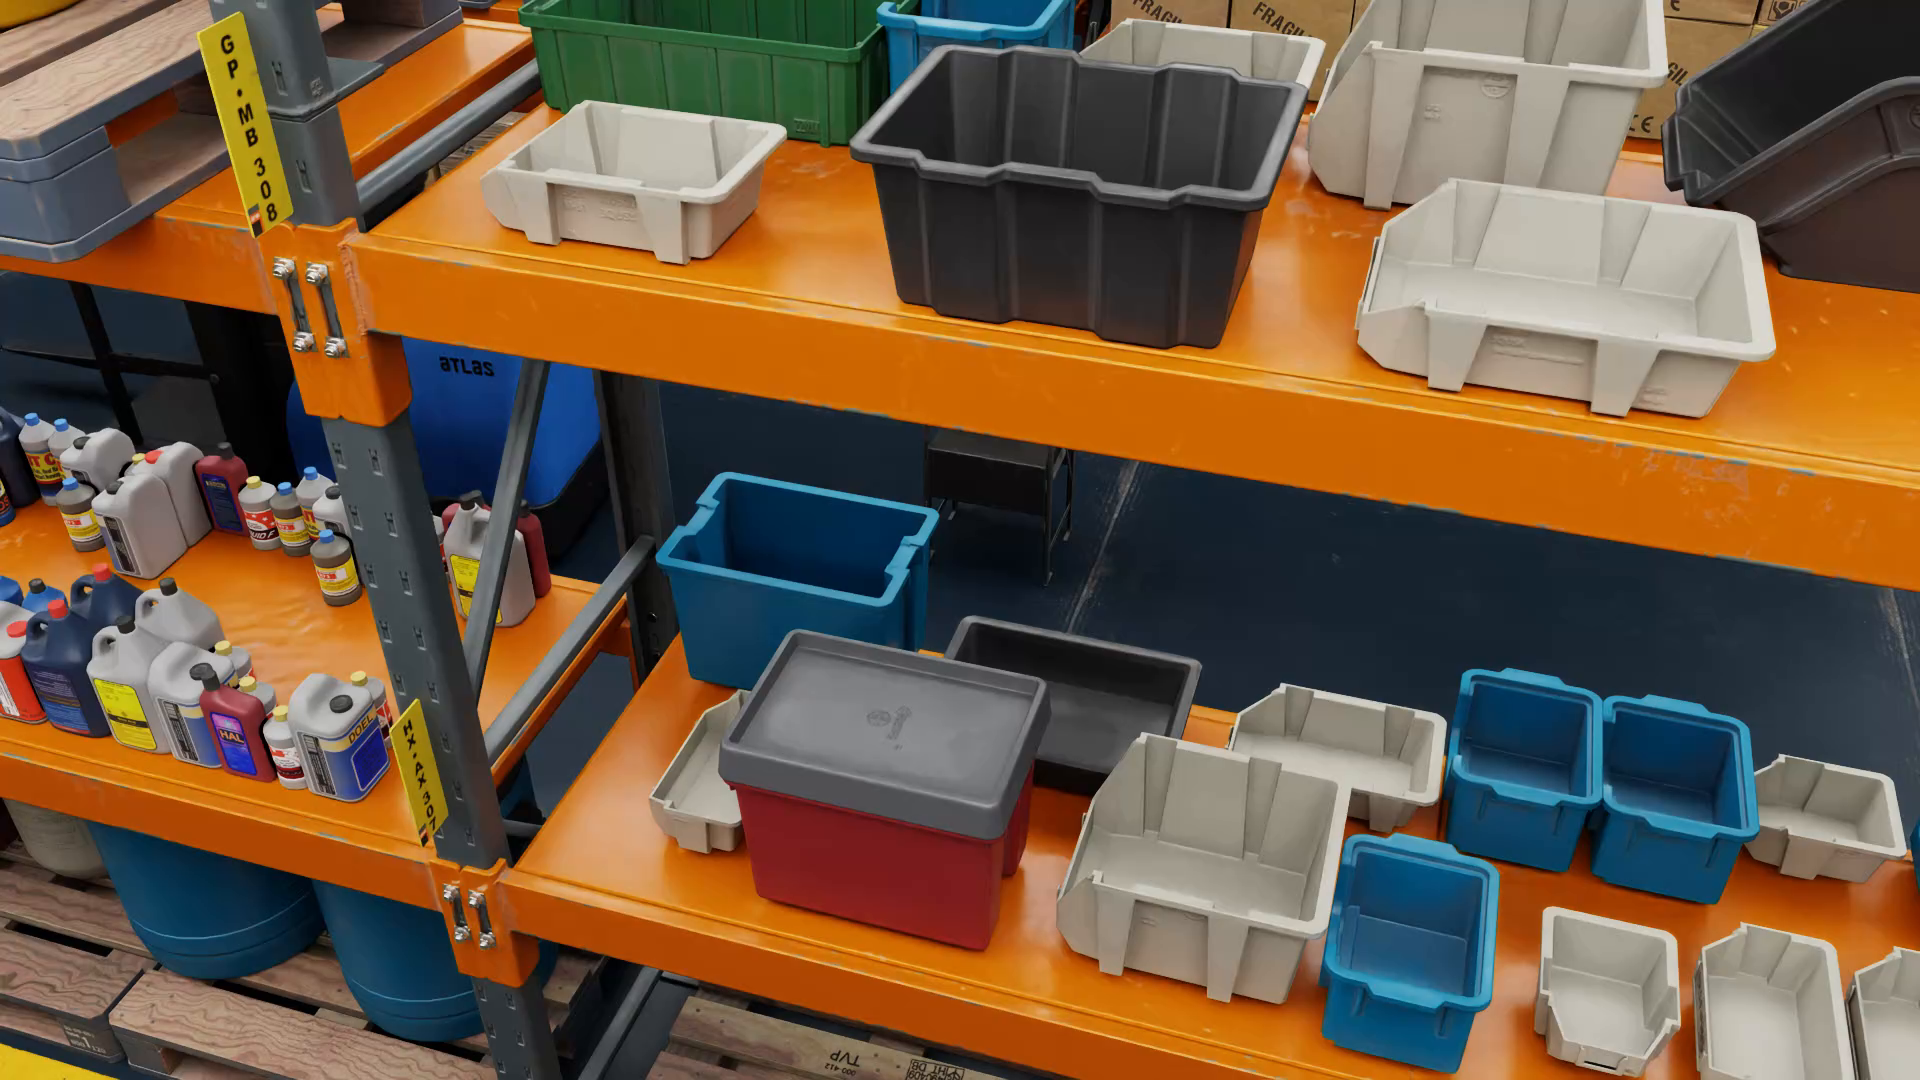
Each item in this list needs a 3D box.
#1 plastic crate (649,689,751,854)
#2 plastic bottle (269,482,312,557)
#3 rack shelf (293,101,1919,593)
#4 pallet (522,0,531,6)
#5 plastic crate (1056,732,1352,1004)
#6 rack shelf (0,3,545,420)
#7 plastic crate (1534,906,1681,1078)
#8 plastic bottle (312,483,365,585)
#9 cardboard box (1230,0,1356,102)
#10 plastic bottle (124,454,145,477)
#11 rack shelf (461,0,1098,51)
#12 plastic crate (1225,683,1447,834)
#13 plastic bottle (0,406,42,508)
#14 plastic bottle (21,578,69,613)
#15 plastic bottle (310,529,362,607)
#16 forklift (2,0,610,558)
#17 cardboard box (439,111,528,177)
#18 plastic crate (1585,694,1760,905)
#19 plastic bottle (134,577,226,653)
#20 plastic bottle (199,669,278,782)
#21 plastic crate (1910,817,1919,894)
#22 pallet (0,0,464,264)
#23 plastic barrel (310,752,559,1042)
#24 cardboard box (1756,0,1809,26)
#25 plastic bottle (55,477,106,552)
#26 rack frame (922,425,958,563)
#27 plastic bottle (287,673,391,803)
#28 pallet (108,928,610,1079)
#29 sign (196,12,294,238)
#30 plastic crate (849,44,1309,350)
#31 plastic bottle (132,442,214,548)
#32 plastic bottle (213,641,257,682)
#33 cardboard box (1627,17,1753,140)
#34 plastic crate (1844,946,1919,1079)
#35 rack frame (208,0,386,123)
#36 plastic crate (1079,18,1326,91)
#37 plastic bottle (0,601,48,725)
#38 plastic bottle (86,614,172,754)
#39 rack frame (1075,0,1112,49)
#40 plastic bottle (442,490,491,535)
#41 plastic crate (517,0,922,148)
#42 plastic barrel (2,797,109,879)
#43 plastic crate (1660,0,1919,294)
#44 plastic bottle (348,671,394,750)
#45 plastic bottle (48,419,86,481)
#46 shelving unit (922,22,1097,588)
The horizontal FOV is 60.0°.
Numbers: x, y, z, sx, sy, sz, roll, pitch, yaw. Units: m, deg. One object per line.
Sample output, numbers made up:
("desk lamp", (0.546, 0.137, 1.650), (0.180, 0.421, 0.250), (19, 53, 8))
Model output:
("plastic crate", (-0.519, 0.517, 3.689), (0.243, 0.136, 0.396), (10, 38, 14))
("plastic bottle", (-1.794, -0.063, 4.473), (0.097, 0.201, 0.097), (0, 36, 0))
("rack shelf", (0.988, -0.293, 2.694), (4.000, 0.370, 1.077), (10, 38, 14))
("pallet", (-1.400, -2.819, 8.211), (1.213, 0.211, 1.003), (10, 38, 14))
("plastic crate", (0.482, 0.670, 3.359), (0.530, 0.282, 0.437), (10, 38, 14))
("rack shelf", (-2.830, -1.000, 3.654), (4.000, 0.370, 1.077), (10, 38, 14))
("plastic crate", (1.231, 0.883, 3.192), (0.250, 0.136, 0.298), (10, 38, 14))
("plastic bottle", (-1.598, -0.040, 4.379), (0.135, 0.276, 0.152), (10, 38, 14))
("cardboard box", (1.455, -2.237, 7.175), (0.500, 0.500, 0.500), (11, 38, 15))
("plastic bottle", (-2.235, -0.145, 4.584), (0.097, 0.201, 0.097), (0, 36, 0))
("rack shelf", (-1.349, -2.594, 8.350), (4.000, 0.370, 1.077), (10, 38, 14))
("plastic crate", (0.831, 0.492, 3.723), (0.466, 0.136, 0.293), (10, 38, 14))
("plastic bottle", (-2.691, -0.275, 4.635), (0.185, 0.351, 0.144), (10, 38, 14))
("plastic bottle", (-2.204, 0.209, 4.043), (0.097, 0.271, 0.097), (0, 36, 0))
("plastic bottle", (-1.618, 0.064, 4.300), (0.097, 0.201, 0.097), (0, 36, 0))
("forklift", (-2.942, -1.529, 6.355), (3.031, 2.935, 1.130), (7, 37, 10))
("cardboard box", (-2.407, -2.076, 8.778), (0.500, 0.500, 0.500), (9, 37, 12))
("plastic crate", (1.503, 0.560, 3.550), (0.300, 0.233, 0.416), (10, 38, 14))
("plastic bottle", (-1.853, 0.233, 3.945), (0.185, 0.351, 0.144), (10, 38, 14))
("plastic bottle", (-1.628, 0.417, 3.751), (0.133, 0.283, 0.061), (10, 38, 14))
("plastic crate", (2.132, 0.676, 3.392), (0.300, 0.233, 0.416), (10, 38, 14))
("pallet", (-1.698, -0.943, 3.130), (1.003, 0.211, 1.213), (10, 38, 14))
("plastic barrel", (-1.435, 0.842, 4.491), (0.708, 0.901, 0.600), (10, 38, 14))
("cardboard box", (3.389, -2.278, 6.386), (0.500, 0.500, 0.500), (12, 38, 15))
("plastic bottle", (-2.373, -0.076, 4.491), (0.097, 0.201, 0.097), (0, 36, 0))
("rack frame", (-0.075, -0.860, 6.146), (0.015, 2.100, 0.400), (10, 38, 14))
("plastic bottle", (-1.393, 0.435, 3.733), (0.135, 0.276, 0.152), (10, 38, 14))
("pallet", (-1.645, 1.235, 4.894), (1.213, 0.211, 1.003), (10, 38, 14))
("sign", (-1.086, -0.629, 2.536), (0.005, 0.325, 0.100), (10, 38, 14))
("plastic crate", (0.183, -0.509, 2.490), (0.590, 0.269, 0.497), (10, 38, 14))
("plastic bottle", (-2.133, -0.139, 4.513), (0.135, 0.276, 0.152), (10, 38, 14))
("plastic bottle", (-1.722, 0.327, 3.943), (0.097, 0.201, 0.097), (0, 36, 0))
("cardboard box", (2.899, -1.969, 6.811), (0.500, 0.500, 0.500), (11, 38, 14))
("plastic crate", (1.793, 0.960, 3.087), (0.243, 0.136, 0.396), (10, 38, 14))
("rack frame", (-0.921, -2.144, 2.072), (0.127, 3.000, 1.000), (10, 38, 14))
("plastic crate", (0.407, -0.820, 3.026), (0.466, 0.136, 0.293), (10, 38, 14))
("plastic bottle", (-2.223, 0.281, 3.942), (0.135, 0.276, 0.152), (10, 38, 14))
("plastic bottle", (-1.896, 0.315, 3.834), (0.185, 0.351, 0.144), (10, 38, 14))
("rack frame", (0.560, -2.530, 7.657), (0.127, 3.000, 1.000), (10, 38, 14))
("plastic bottle", (-1.271, -0.011, 4.333), (0.133, 0.283, 0.061), (10, 38, 14))
("plastic crate", (-0.426, -0.947, 3.154), (0.662, 0.188, 0.450), (10, 38, 14))
("plastic barrel", (-2.623, 0.724, 4.981), (0.421, 0.512, 0.421), (0, 36, 0))
("plastic crate", (1.521, -0.630, 2.597), (0.767, 0.338, 0.504), (10, 38, 14))
("plastic bottle", (-1.374, 0.391, 3.855), (0.097, 0.201, 0.097), (0, 36, 0))
("plastic bottle", (-2.457, -0.214, 4.619), (0.097, 0.271, 0.097), (0, 36, 0))
("shelving unit", (0.158, -0.816, 6.088), (0.503, 2.100, 0.431), (10, 38, 14))
